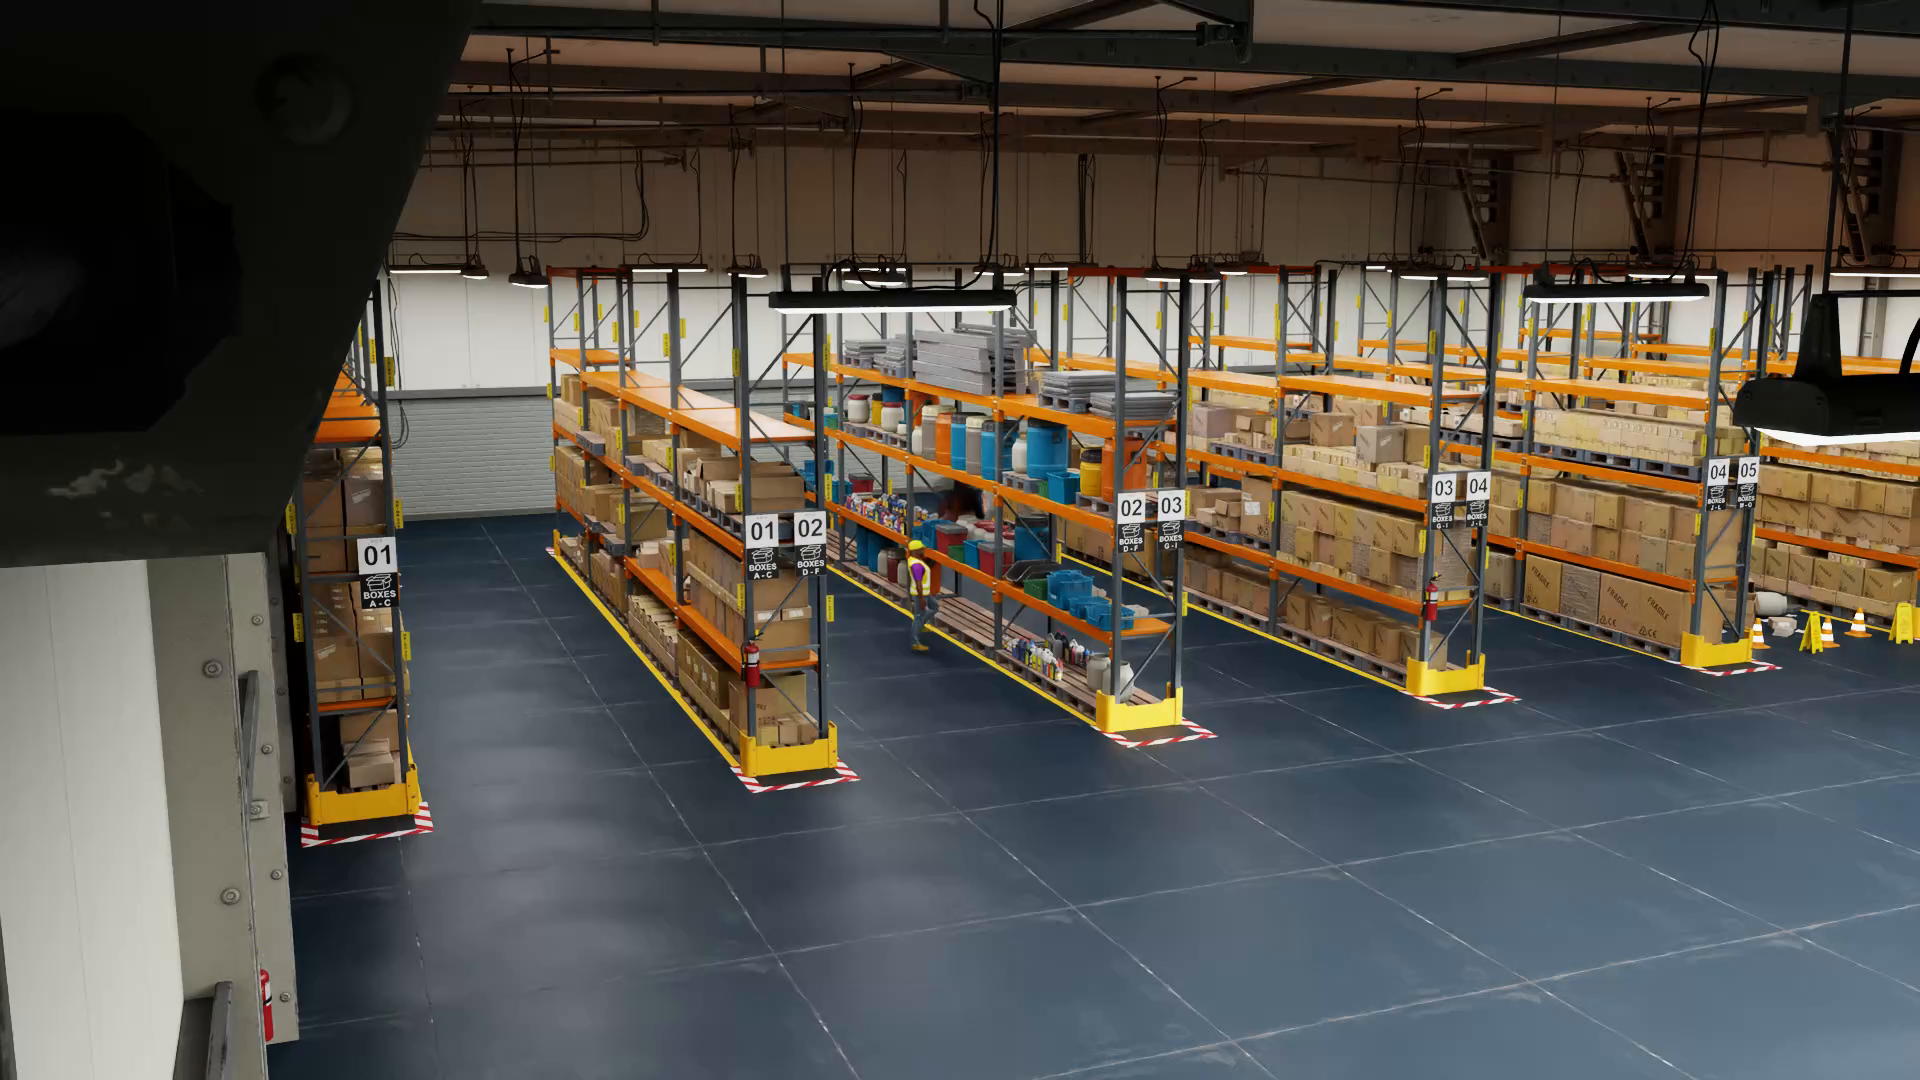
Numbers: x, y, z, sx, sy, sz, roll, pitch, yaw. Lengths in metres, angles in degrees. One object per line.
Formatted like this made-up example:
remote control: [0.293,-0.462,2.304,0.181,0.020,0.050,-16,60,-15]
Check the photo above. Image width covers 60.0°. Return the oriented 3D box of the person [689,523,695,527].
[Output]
person: [-5.266,-0.330,33.890,0.498,1.595,0.931,-5,11,-26]

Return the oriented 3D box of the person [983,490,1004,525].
person: [0.731,-0.678,35.742,0.505,1.627,0.943,-3,10,-17]

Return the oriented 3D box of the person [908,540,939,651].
person: [-0.573,0.865,26.360,0.500,1.761,0.637,-1,10,-4]

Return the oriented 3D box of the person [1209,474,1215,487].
person: [6.378,-1.824,42.390,0.439,1.636,0.457,-6,12,-32]
